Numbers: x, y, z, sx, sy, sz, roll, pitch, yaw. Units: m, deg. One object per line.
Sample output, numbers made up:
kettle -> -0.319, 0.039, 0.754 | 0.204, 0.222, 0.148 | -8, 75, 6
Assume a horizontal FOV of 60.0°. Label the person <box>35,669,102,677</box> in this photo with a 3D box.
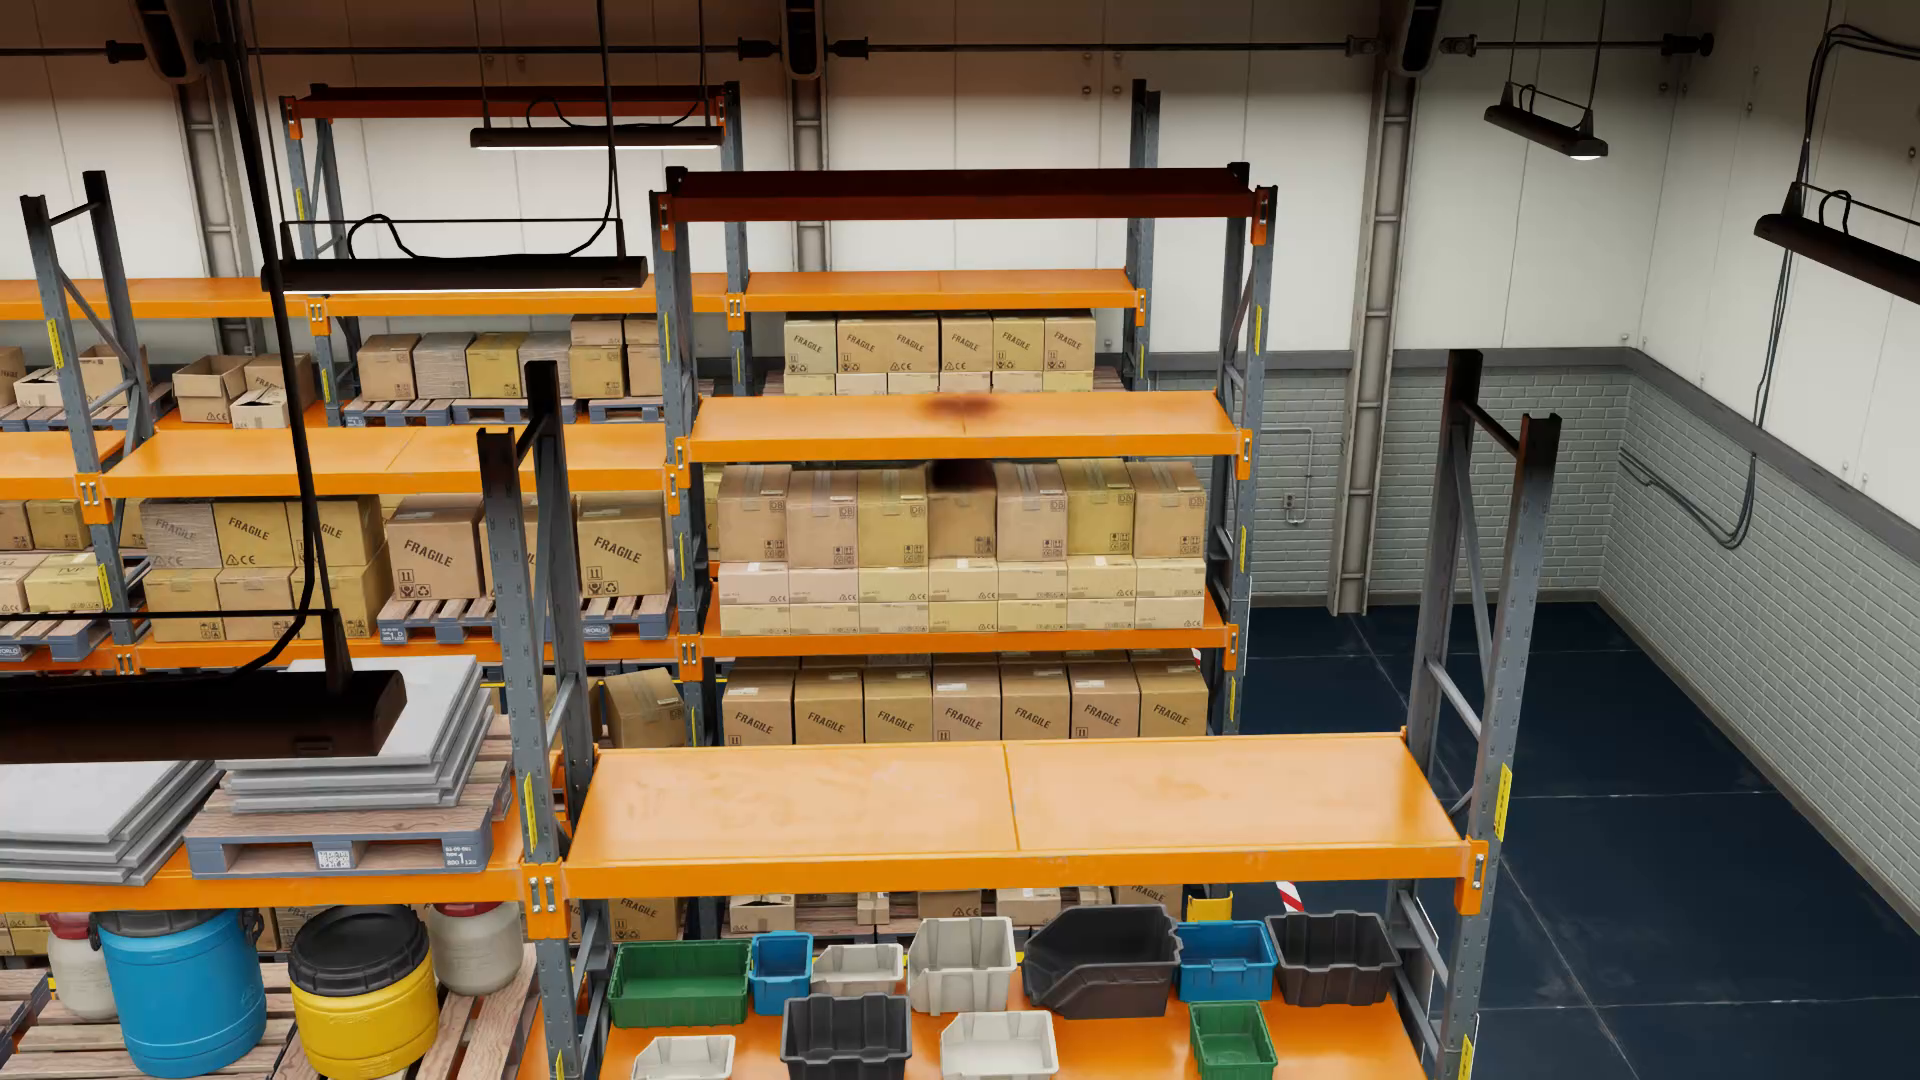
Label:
person -> -8.353, 1.377, 15.592 | 0.614, 1.825, 0.393 | 0, 22, 1
